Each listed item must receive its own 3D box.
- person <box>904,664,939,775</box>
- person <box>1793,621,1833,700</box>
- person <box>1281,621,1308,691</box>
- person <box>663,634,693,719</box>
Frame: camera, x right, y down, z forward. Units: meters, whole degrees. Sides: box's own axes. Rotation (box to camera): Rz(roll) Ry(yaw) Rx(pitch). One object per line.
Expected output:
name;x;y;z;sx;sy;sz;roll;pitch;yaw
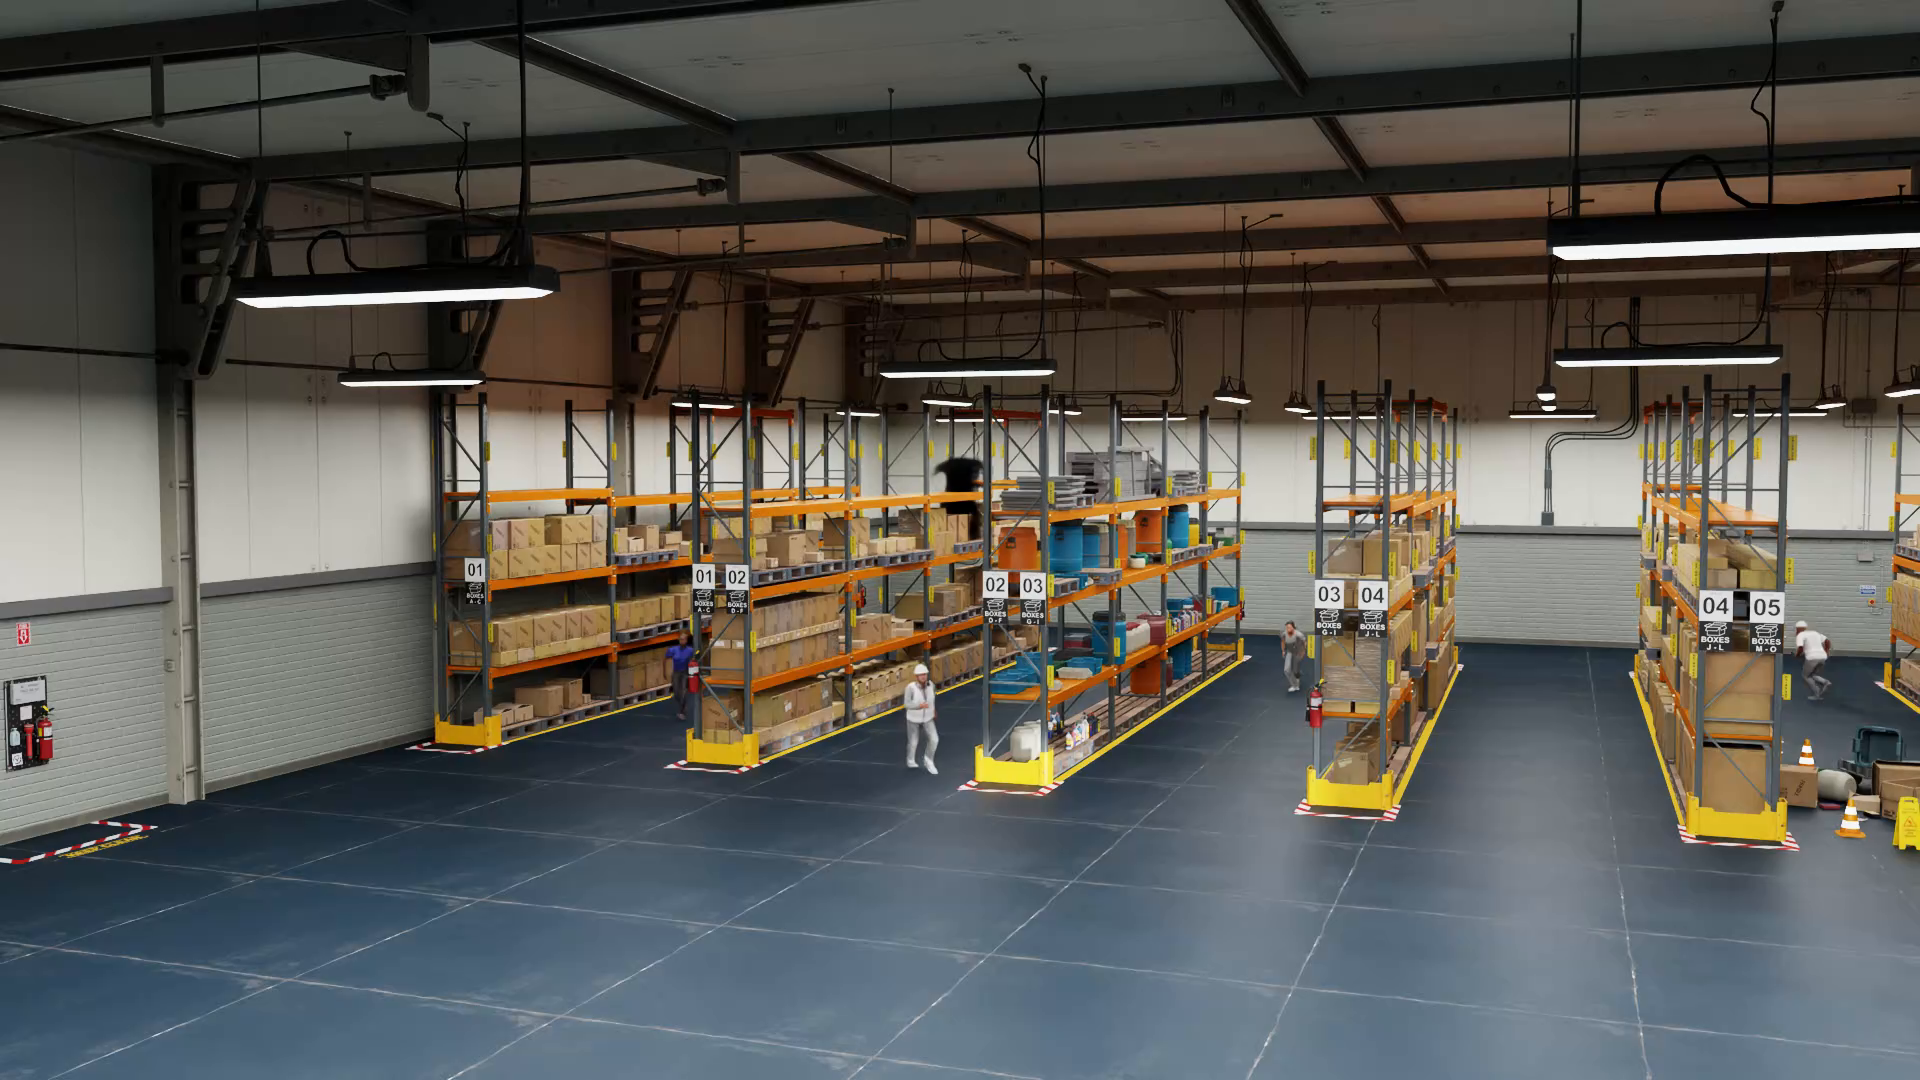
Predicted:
person;-0.622;2.767;25.734;0.594;1.727;0.952;-1;3;-19
person;17.266;2.437;33.607;0.729;1.564;0.927;-1;3;-18
person;7.018;2.407;34.761;0.564;1.497;0.919;2;3;28
person;-5.230;2.551;31.091;0.646;1.616;0.516;0;3;-8
